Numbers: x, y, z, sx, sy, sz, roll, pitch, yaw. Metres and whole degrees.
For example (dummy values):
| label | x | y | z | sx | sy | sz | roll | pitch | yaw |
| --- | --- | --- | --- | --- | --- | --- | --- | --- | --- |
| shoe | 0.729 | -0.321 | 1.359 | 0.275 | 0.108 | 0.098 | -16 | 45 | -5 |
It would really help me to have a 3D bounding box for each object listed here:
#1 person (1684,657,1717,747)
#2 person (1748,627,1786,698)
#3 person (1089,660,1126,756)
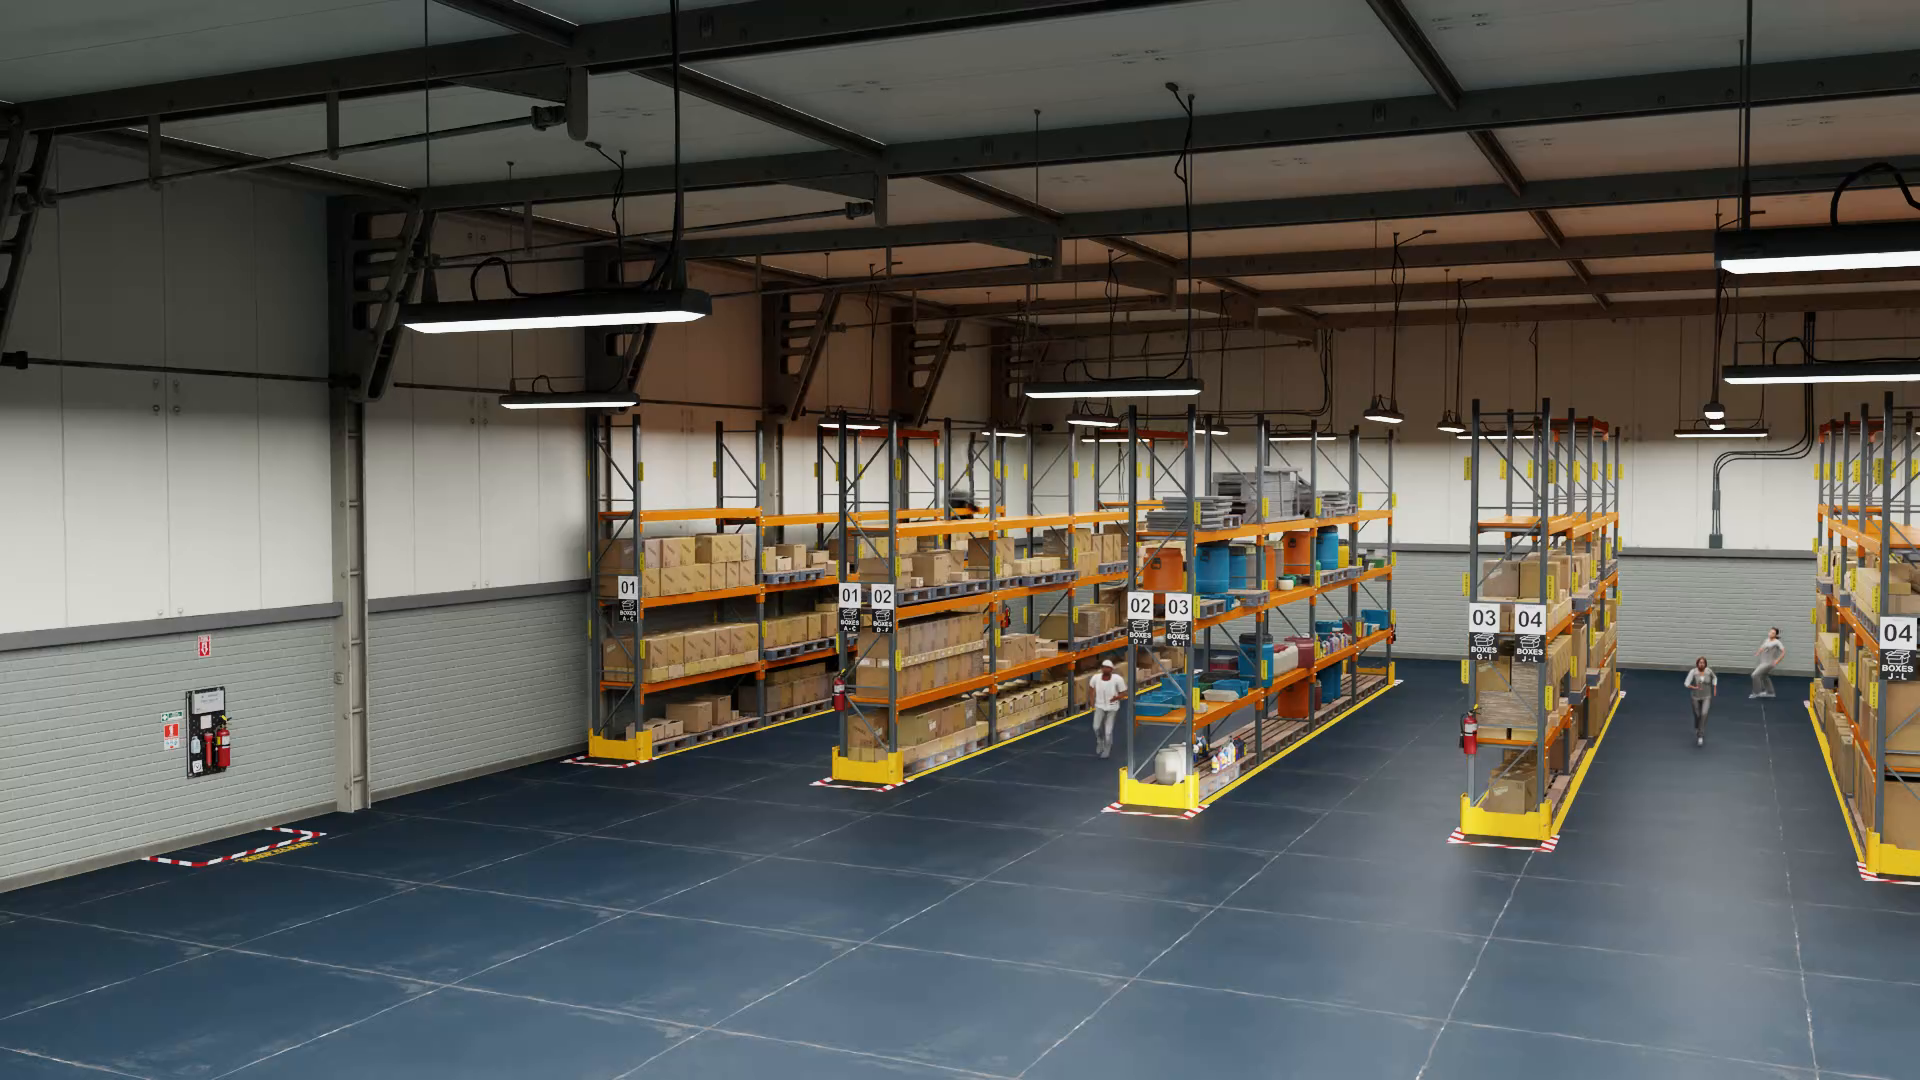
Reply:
| label | x | y | z | sx | sy | sz | roll | pitch | yaw |
| --- | --- | --- | --- | --- | --- | --- | --- | --- | --- |
| person | 13.654 | 2.944 | 30.663 | 0.562 | 1.614 | 0.899 | 1 | 2 | 19 |
| person | 17.751 | 2.712 | 36.628 | 0.640 | 1.617 | 0.701 | 0 | 2 | 9 |
| person | 2.547 | 2.936 | 28.992 | 0.696 | 1.717 | 0.639 | 1 | 2 | 15 |
